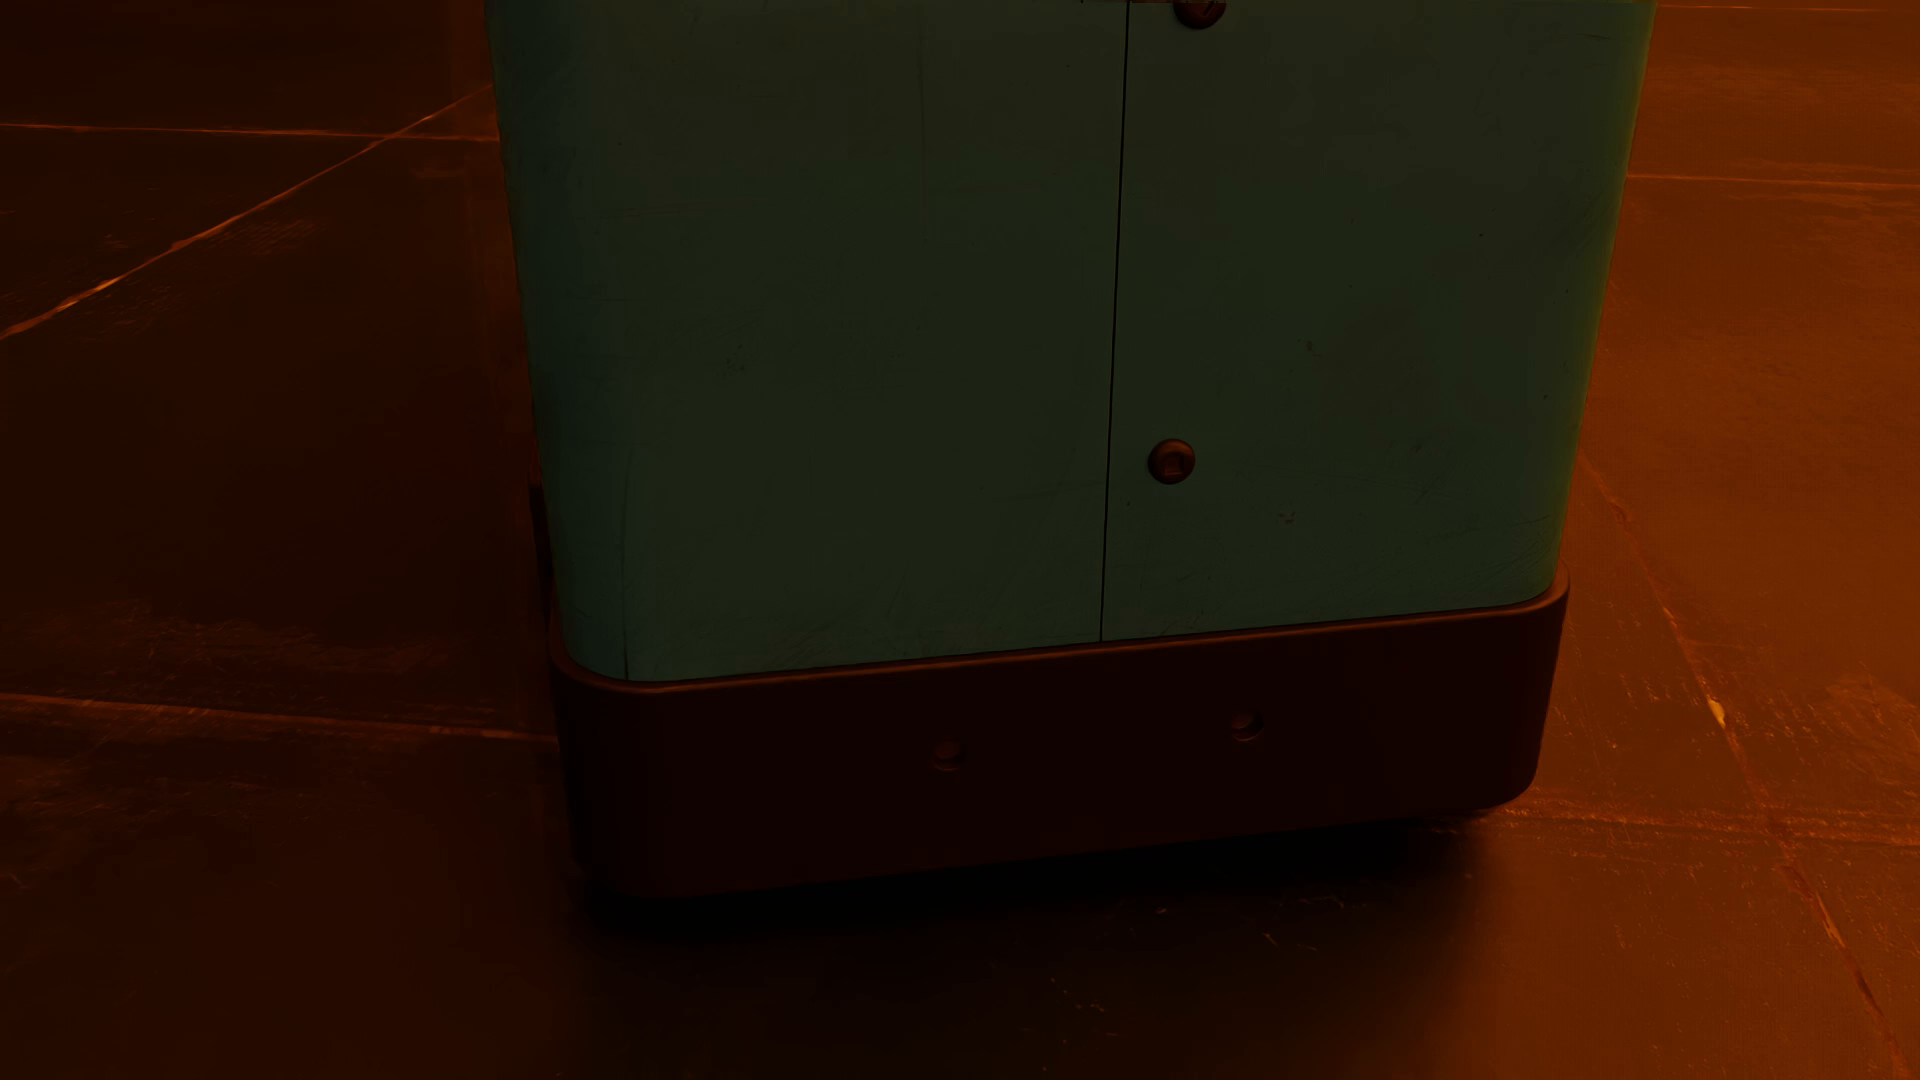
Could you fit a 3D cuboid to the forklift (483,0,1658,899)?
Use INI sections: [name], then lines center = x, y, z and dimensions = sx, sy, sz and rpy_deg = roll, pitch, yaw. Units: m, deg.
[forklift]
center = -0.128, -1.593, 2.410
dimensions = 1.130, 2.935, 3.031
rpy_deg = -5, 27, -9
